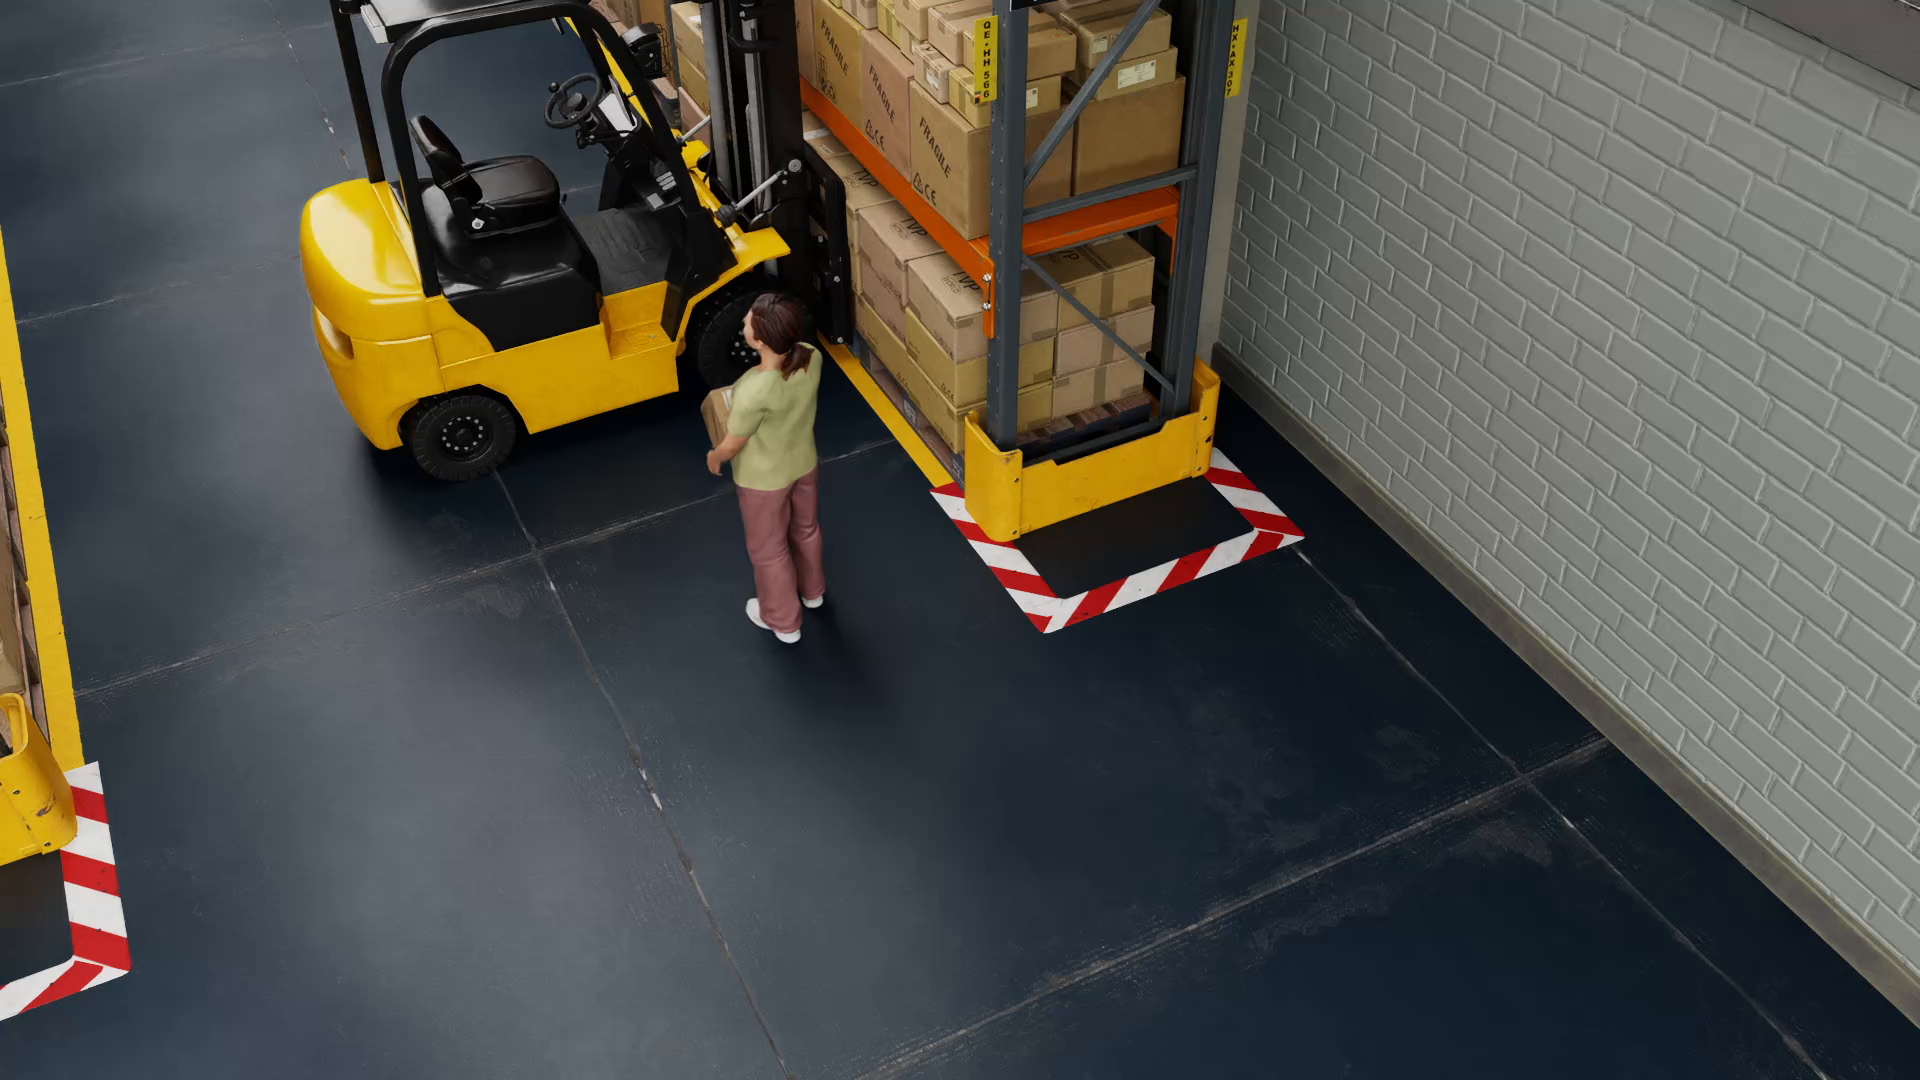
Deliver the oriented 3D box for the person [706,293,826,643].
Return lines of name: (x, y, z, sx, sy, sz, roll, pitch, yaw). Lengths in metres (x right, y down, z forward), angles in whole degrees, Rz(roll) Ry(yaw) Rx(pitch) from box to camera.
person: (-0.726, -0.286, 6.486, 0.478, 1.661, 0.516, 28, 49, 28)
